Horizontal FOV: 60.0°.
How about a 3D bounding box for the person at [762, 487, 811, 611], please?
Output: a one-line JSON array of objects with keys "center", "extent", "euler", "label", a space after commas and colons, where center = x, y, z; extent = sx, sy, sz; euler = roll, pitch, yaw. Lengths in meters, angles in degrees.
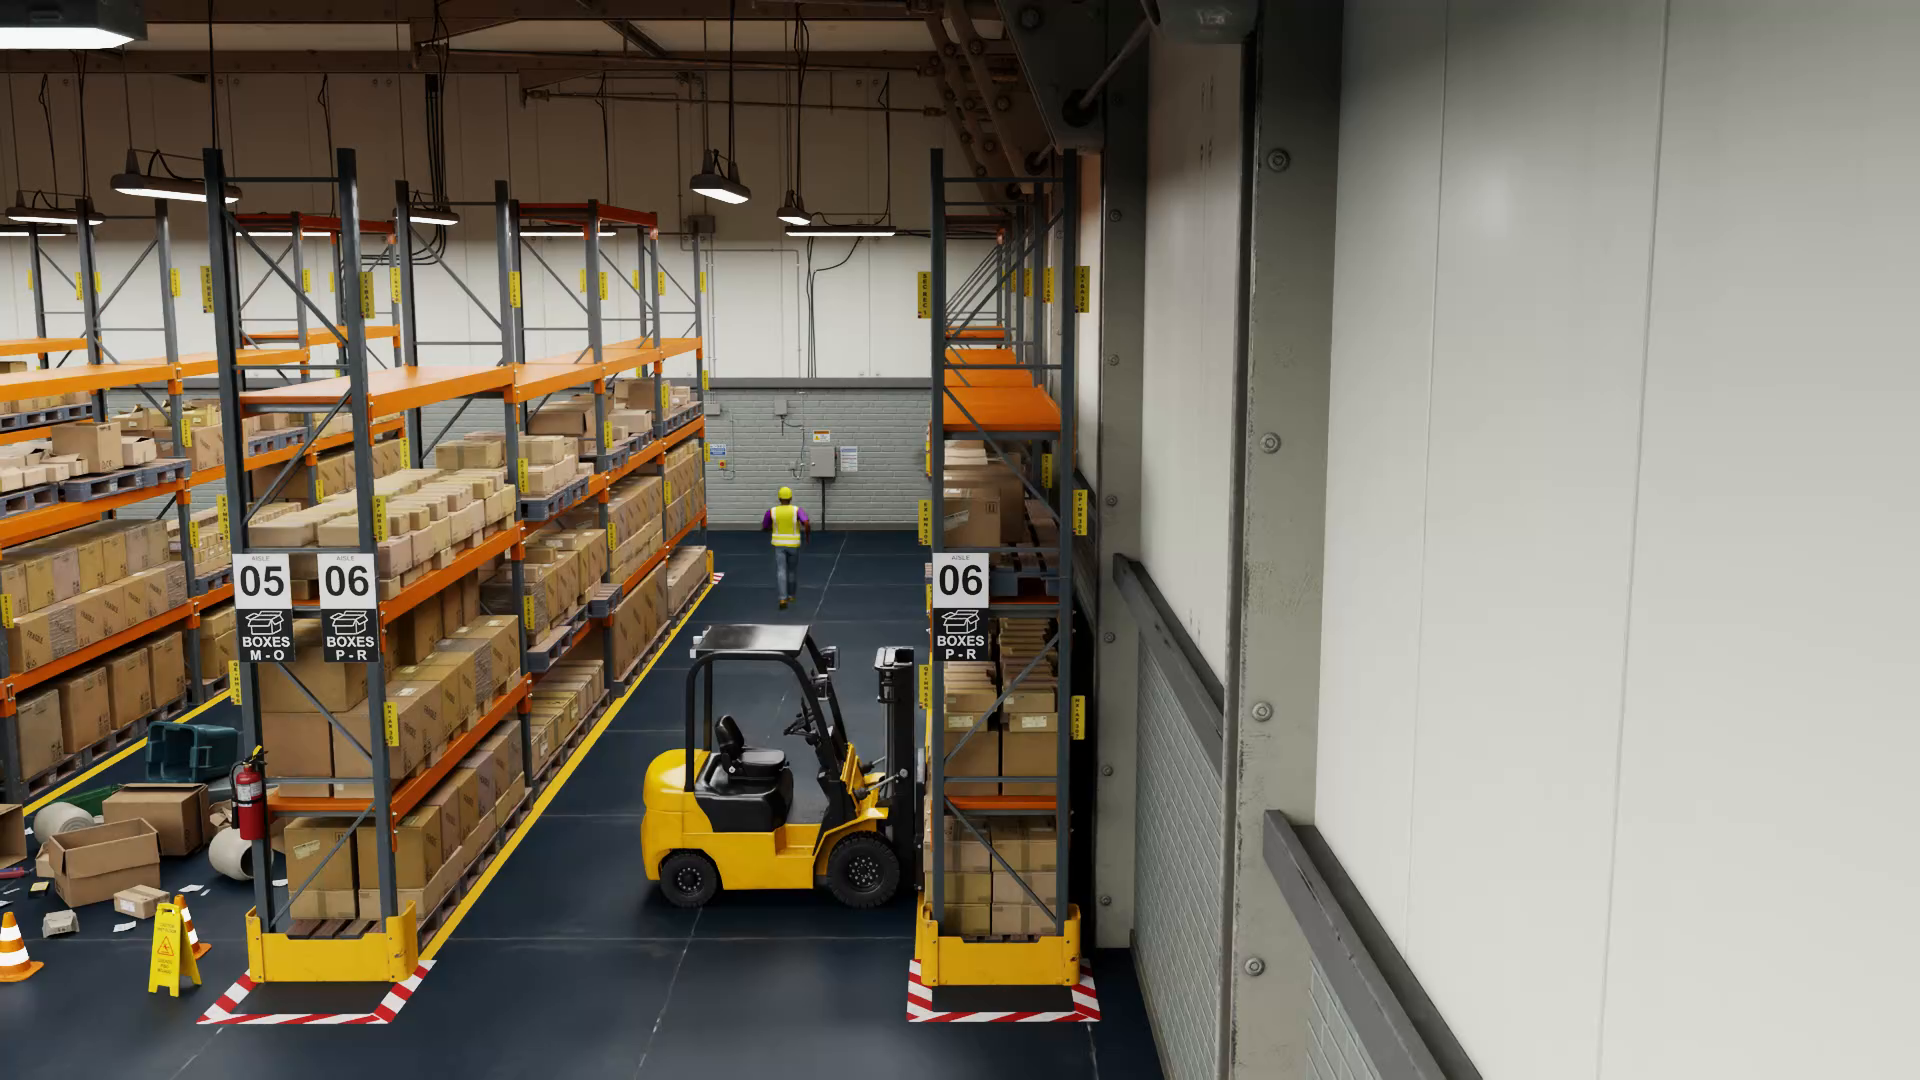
[{"center": [-2.539, 0.113, 24.280], "extent": [0.699, 1.804, 0.918], "euler": [-1, 9, -9], "label": "person"}]
